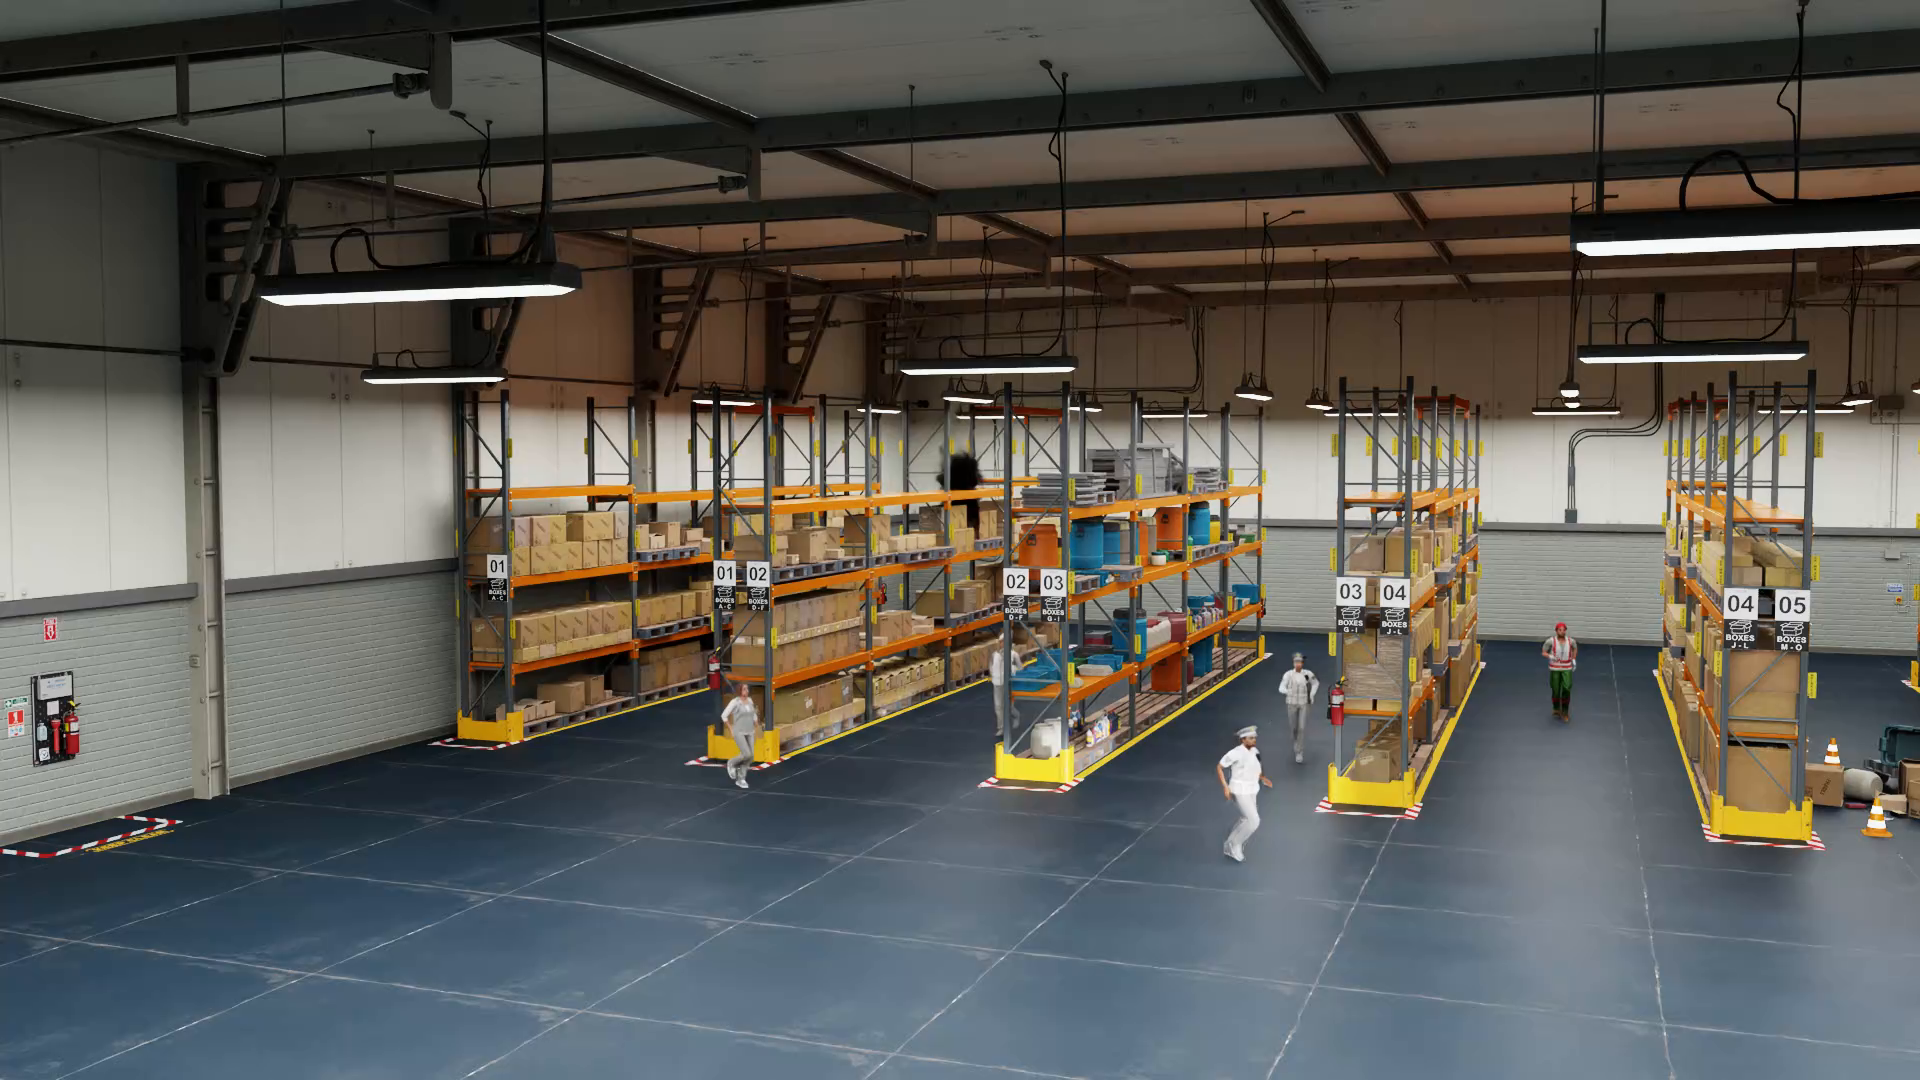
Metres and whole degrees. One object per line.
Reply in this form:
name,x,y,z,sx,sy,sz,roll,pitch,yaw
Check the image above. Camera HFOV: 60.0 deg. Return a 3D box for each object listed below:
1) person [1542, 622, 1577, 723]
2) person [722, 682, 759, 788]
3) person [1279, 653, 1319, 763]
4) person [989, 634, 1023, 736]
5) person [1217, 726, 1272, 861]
person,11.052,2.433,30.657,0.632,1.842,0.775,1,3,16
person,-3.195,2.878,24.547,0.541,1.561,0.544,-3,4,-44
person,5.442,2.660,26.743,0.612,1.701,0.920,1,3,16
person,0.783,2.517,29.072,0.671,1.758,0.796,1,3,21
person,3.451,3.059,20.049,0.543,1.638,0.723,-3,4,-42
